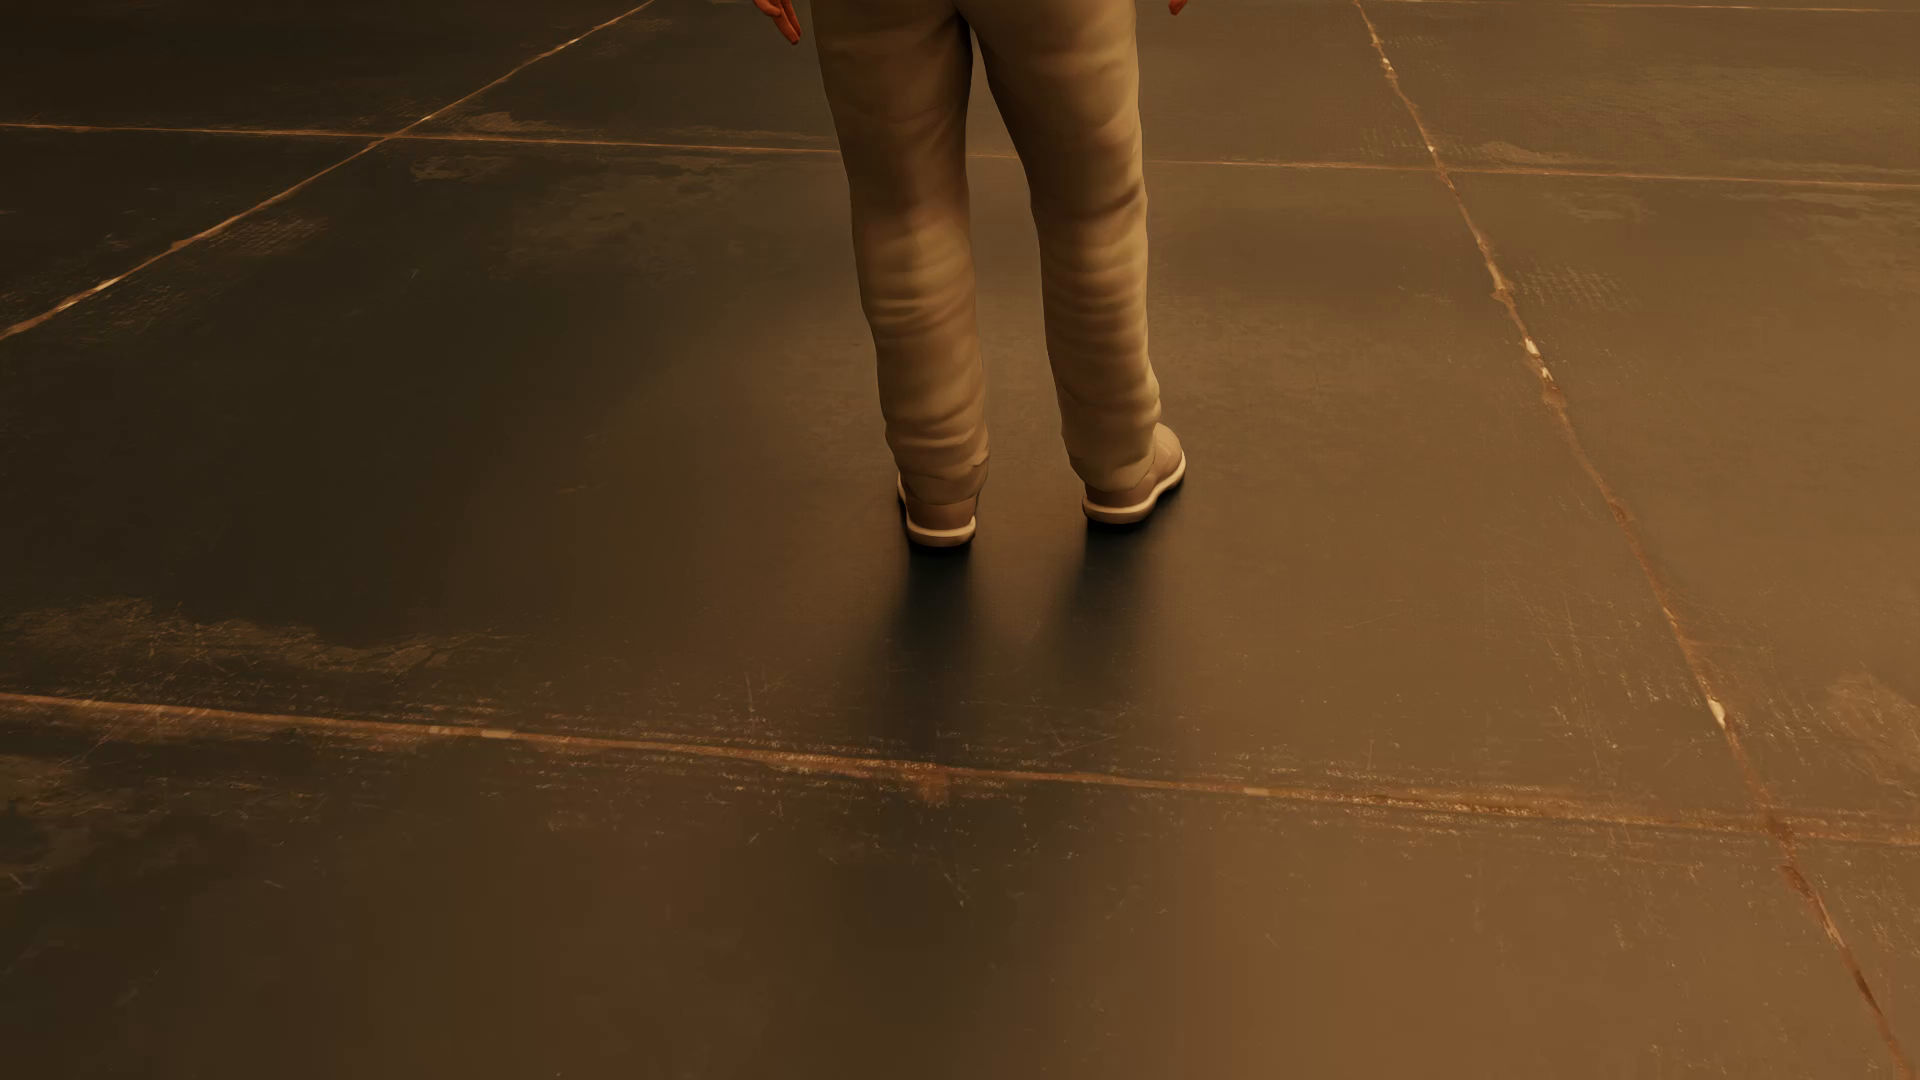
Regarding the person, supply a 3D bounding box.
[{"bbox_3d":[0.023,-0.837,2.166,0.640,1.781,0.575,3,27,7],"label":"person"}]
